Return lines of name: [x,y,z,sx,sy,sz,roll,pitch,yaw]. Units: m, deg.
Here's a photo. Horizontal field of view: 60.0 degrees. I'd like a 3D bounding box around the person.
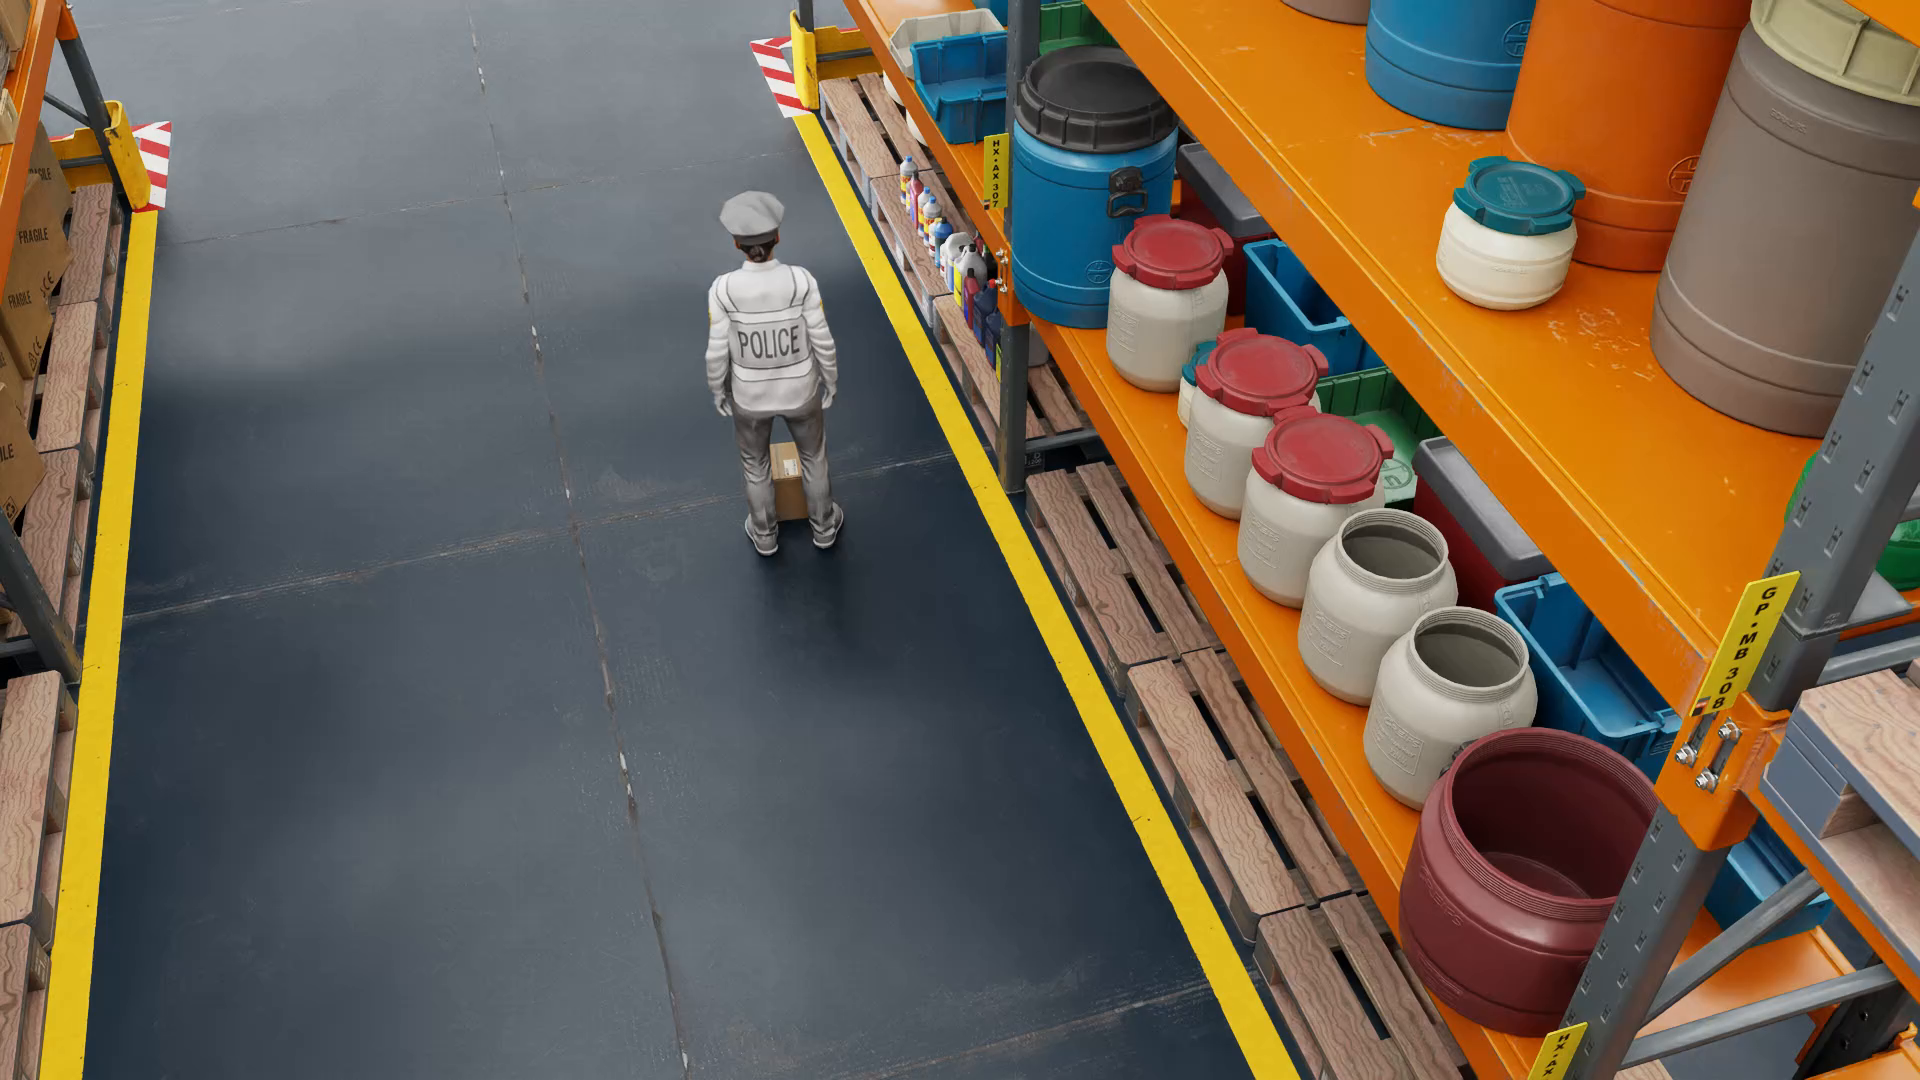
person: [-0.762,-0.621,6.837,0.529,1.662,0.373,-6,43,-6]
